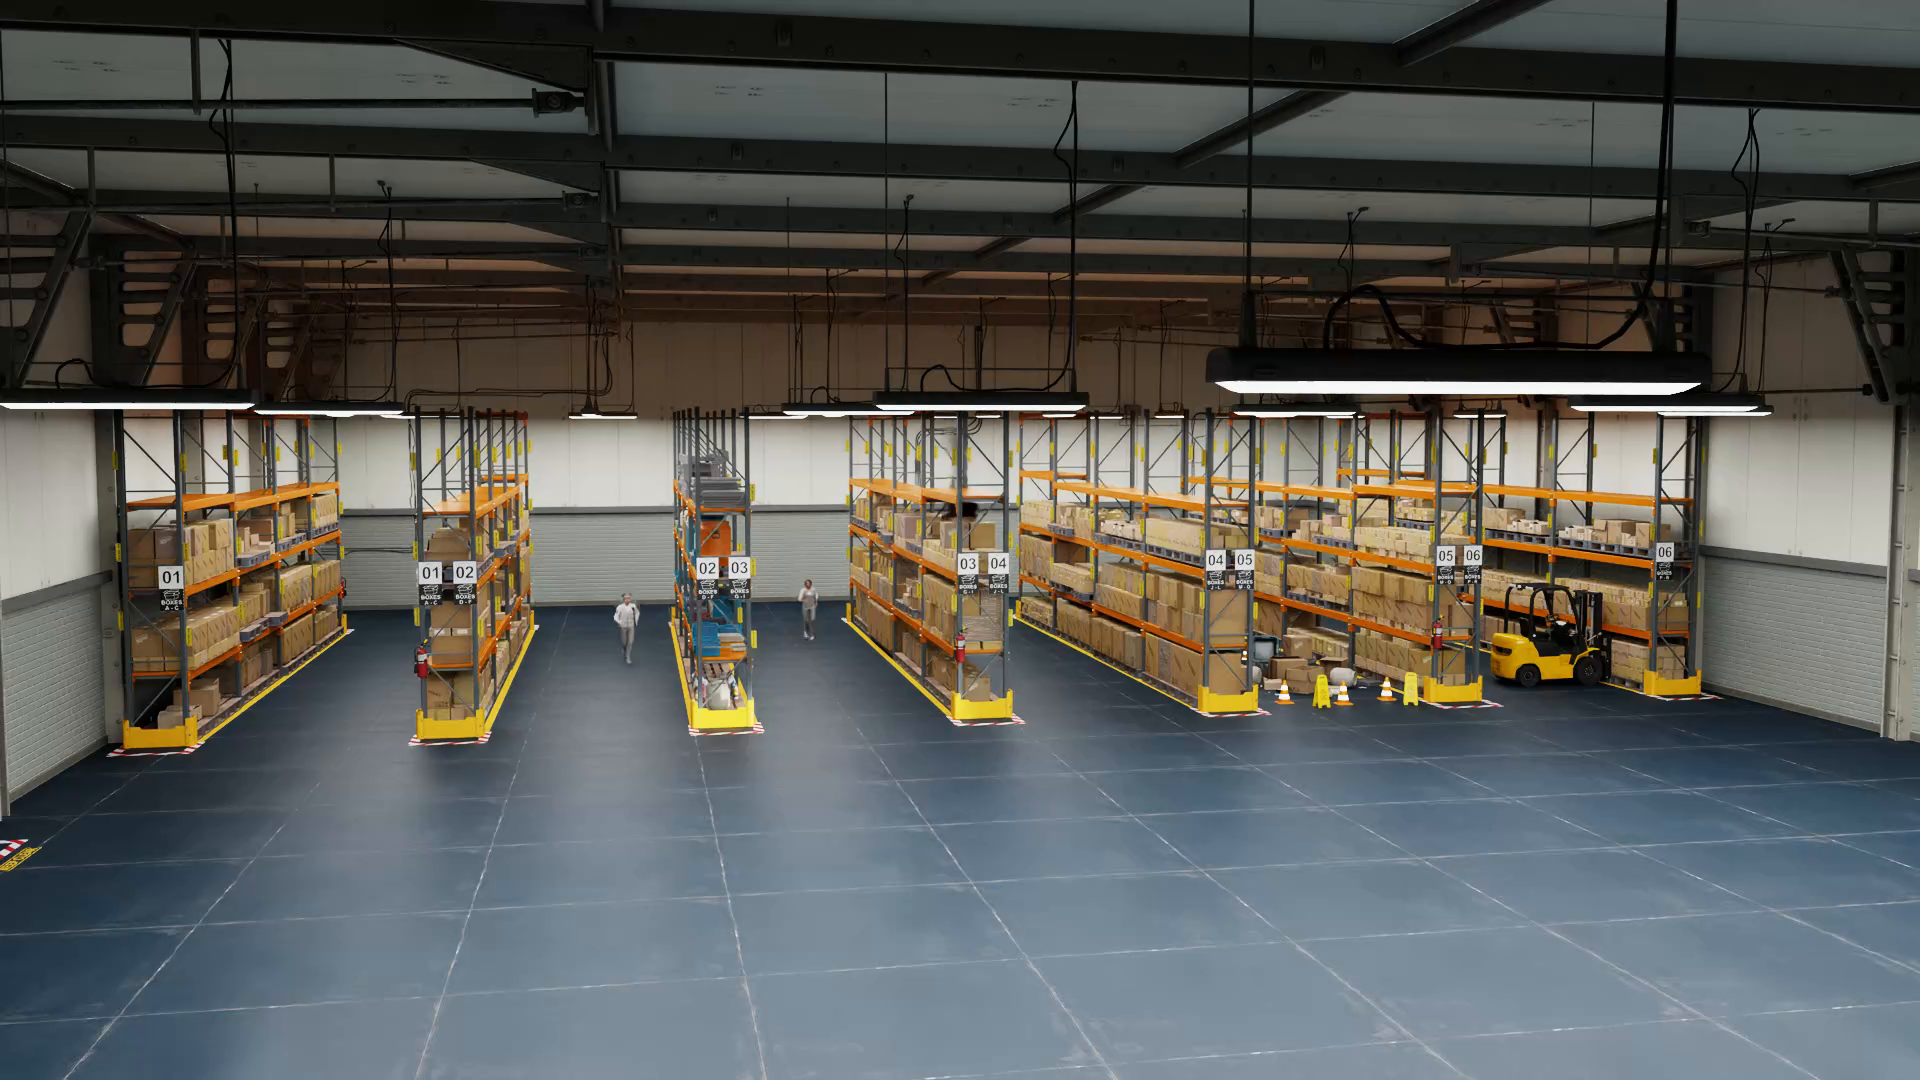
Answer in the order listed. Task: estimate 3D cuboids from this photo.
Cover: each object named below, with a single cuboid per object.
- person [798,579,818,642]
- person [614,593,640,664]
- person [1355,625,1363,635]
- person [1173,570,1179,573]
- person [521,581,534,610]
[{"bbox_3d":[-3.968,1.829,43.546,0.547,1.628,0.804,-1,4,-11],"label":"person"},{"bbox_3d":[-7.944,2.090,39.715,0.627,1.698,0.761,-1,4,-18],"label":"person"},{"bbox_3d":[10.678,1.686,44.511,0.682,1.740,0.590,-2,4,-22],"label":"person"},{"bbox_3d":[6.862,1.138,52.102,0.607,1.745,0.645,-3,5,-32],"label":"person"},{"bbox_3d":[-12.574,1.528,47.720,0.695,1.721,0.609,2,5,28],"label":"person"}]
